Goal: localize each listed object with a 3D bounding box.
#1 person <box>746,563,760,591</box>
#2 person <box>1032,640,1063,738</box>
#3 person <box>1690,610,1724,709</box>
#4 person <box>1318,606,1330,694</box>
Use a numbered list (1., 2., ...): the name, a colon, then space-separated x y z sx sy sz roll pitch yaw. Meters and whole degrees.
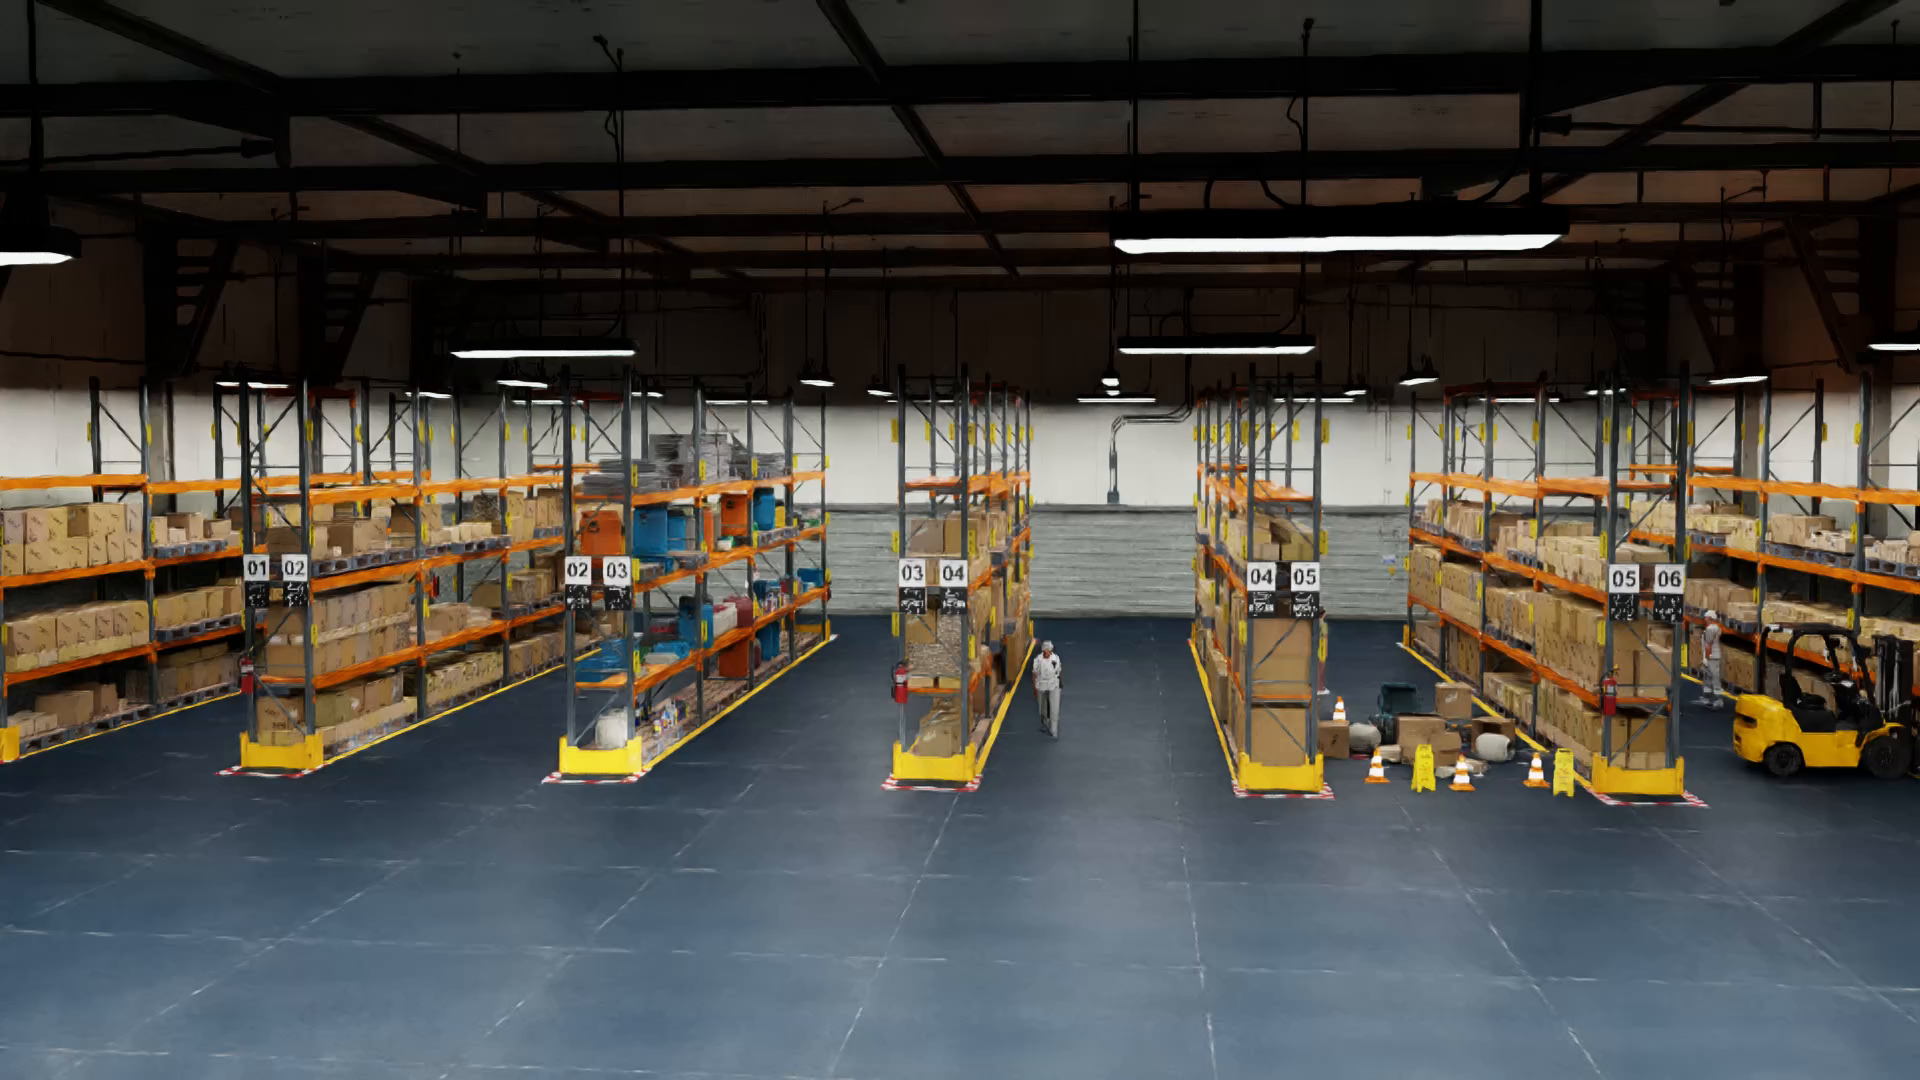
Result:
1. person: -5.570 1.400 43.864 0.599 1.590 0.457 -3 5 -42
2. person: 1.442 2.434 27.483 0.497 1.583 1.090 0 4 8
3. person: 13.608 2.154 30.248 0.588 1.784 0.666 2 4 29
4. person: 6.936 2.113 31.926 0.441 1.656 0.498 -2 4 -26
